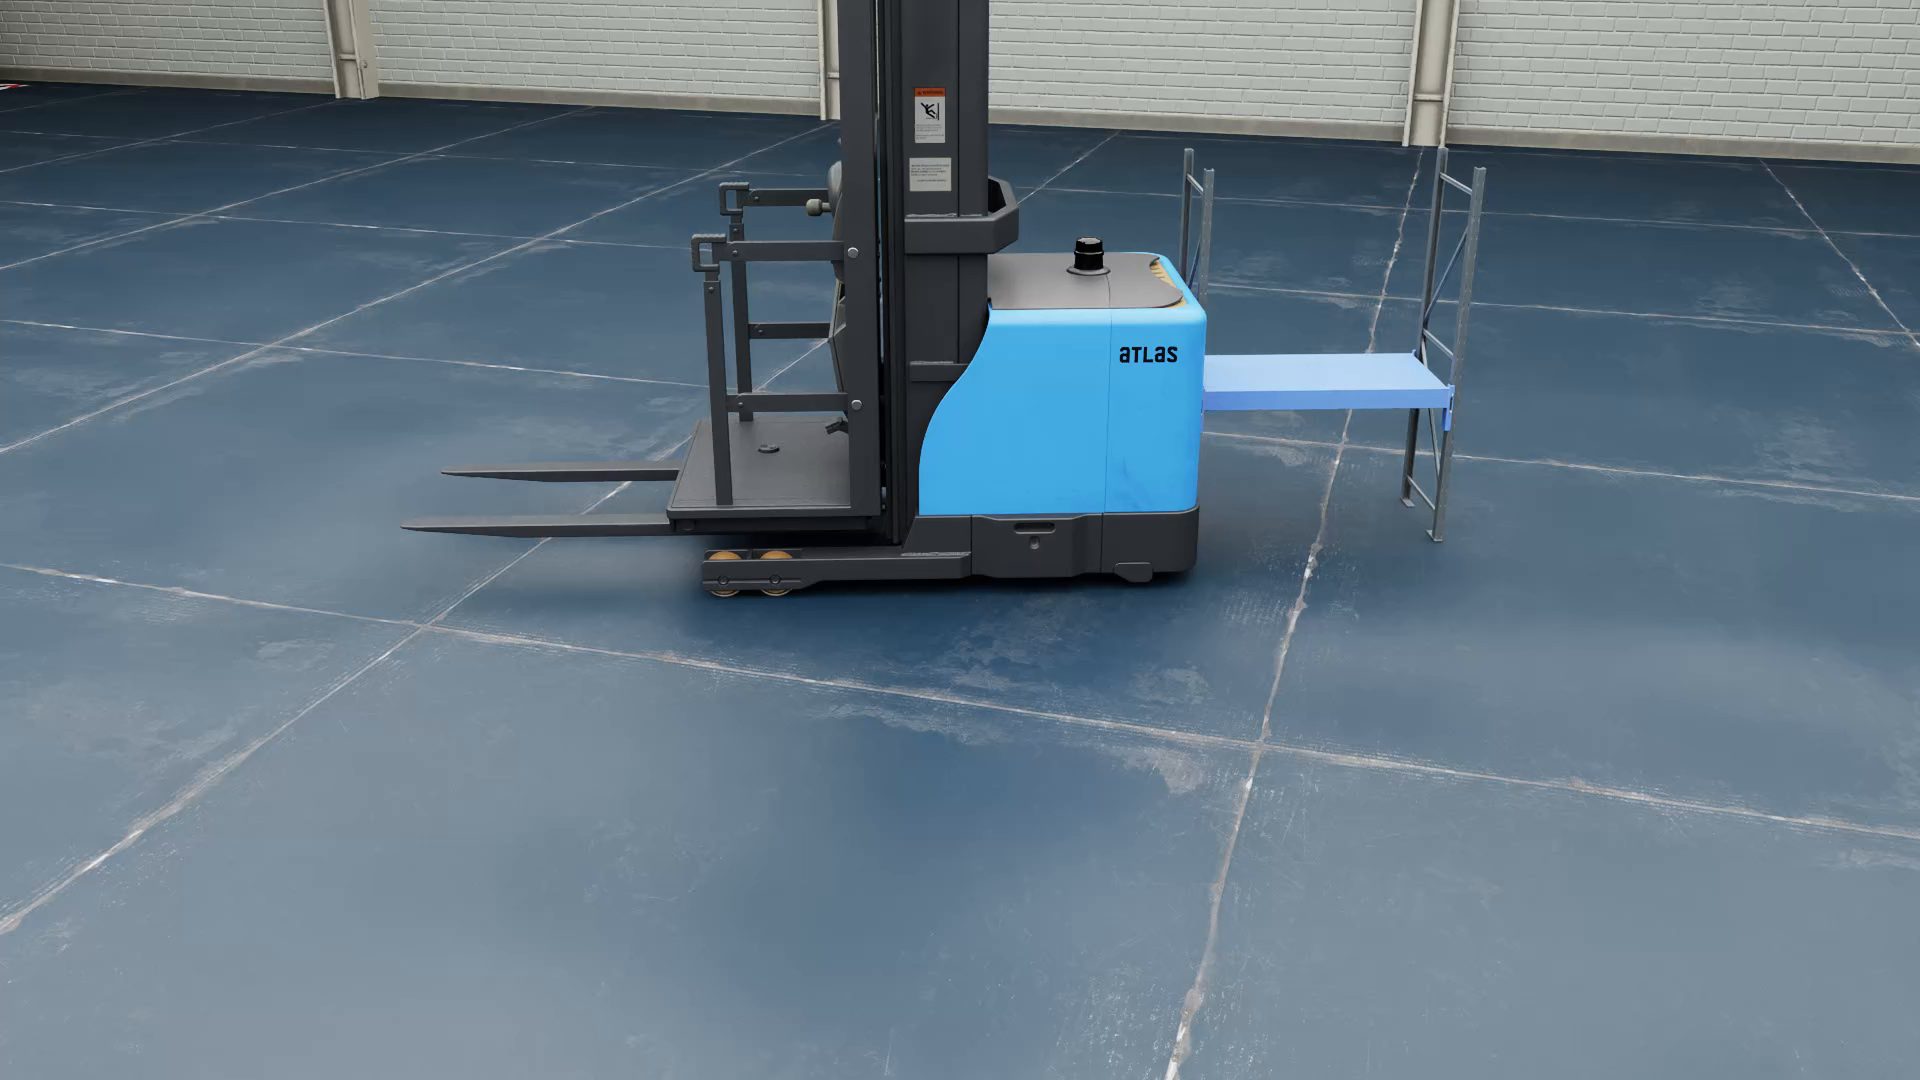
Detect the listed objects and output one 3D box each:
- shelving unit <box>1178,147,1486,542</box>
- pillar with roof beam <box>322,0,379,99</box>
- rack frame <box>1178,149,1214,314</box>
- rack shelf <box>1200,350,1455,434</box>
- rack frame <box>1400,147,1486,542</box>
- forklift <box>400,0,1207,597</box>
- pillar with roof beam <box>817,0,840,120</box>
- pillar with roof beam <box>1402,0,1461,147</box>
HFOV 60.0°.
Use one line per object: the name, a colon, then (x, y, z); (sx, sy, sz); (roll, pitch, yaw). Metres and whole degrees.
shelving unit: (1.424, -0.773, 6.678); (1.048, 1.500, 0.538); (-1, 22, -2)
pillar with roof beam: (-8.235, -7.748, 13.802); (0.400, 9.000, 9.100); (7, 23, 16)
rack frame: (0.916, -0.766, 6.661); (0.032, 1.500, 0.500); (-1, 22, -2)
rack shelf: (1.424, -0.607, 6.746); (1.000, 0.185, 0.538); (-1, 22, -2)
rack frame: (1.932, -0.780, 6.695); (0.032, 1.500, 0.500); (-1, 22, -2)
forklift: (-0.624, -1.347, 6.192); (3.031, 2.935, 1.130); (-1, 22, -2)
pillar with roof beam: (-2.491, -7.091, 12.199); (0.400, 9.000, 9.100); (7, 23, 16)
pillar with roof beam: (3.253, -6.433, 10.595); (0.400, 9.000, 9.100); (7, 23, 16)
